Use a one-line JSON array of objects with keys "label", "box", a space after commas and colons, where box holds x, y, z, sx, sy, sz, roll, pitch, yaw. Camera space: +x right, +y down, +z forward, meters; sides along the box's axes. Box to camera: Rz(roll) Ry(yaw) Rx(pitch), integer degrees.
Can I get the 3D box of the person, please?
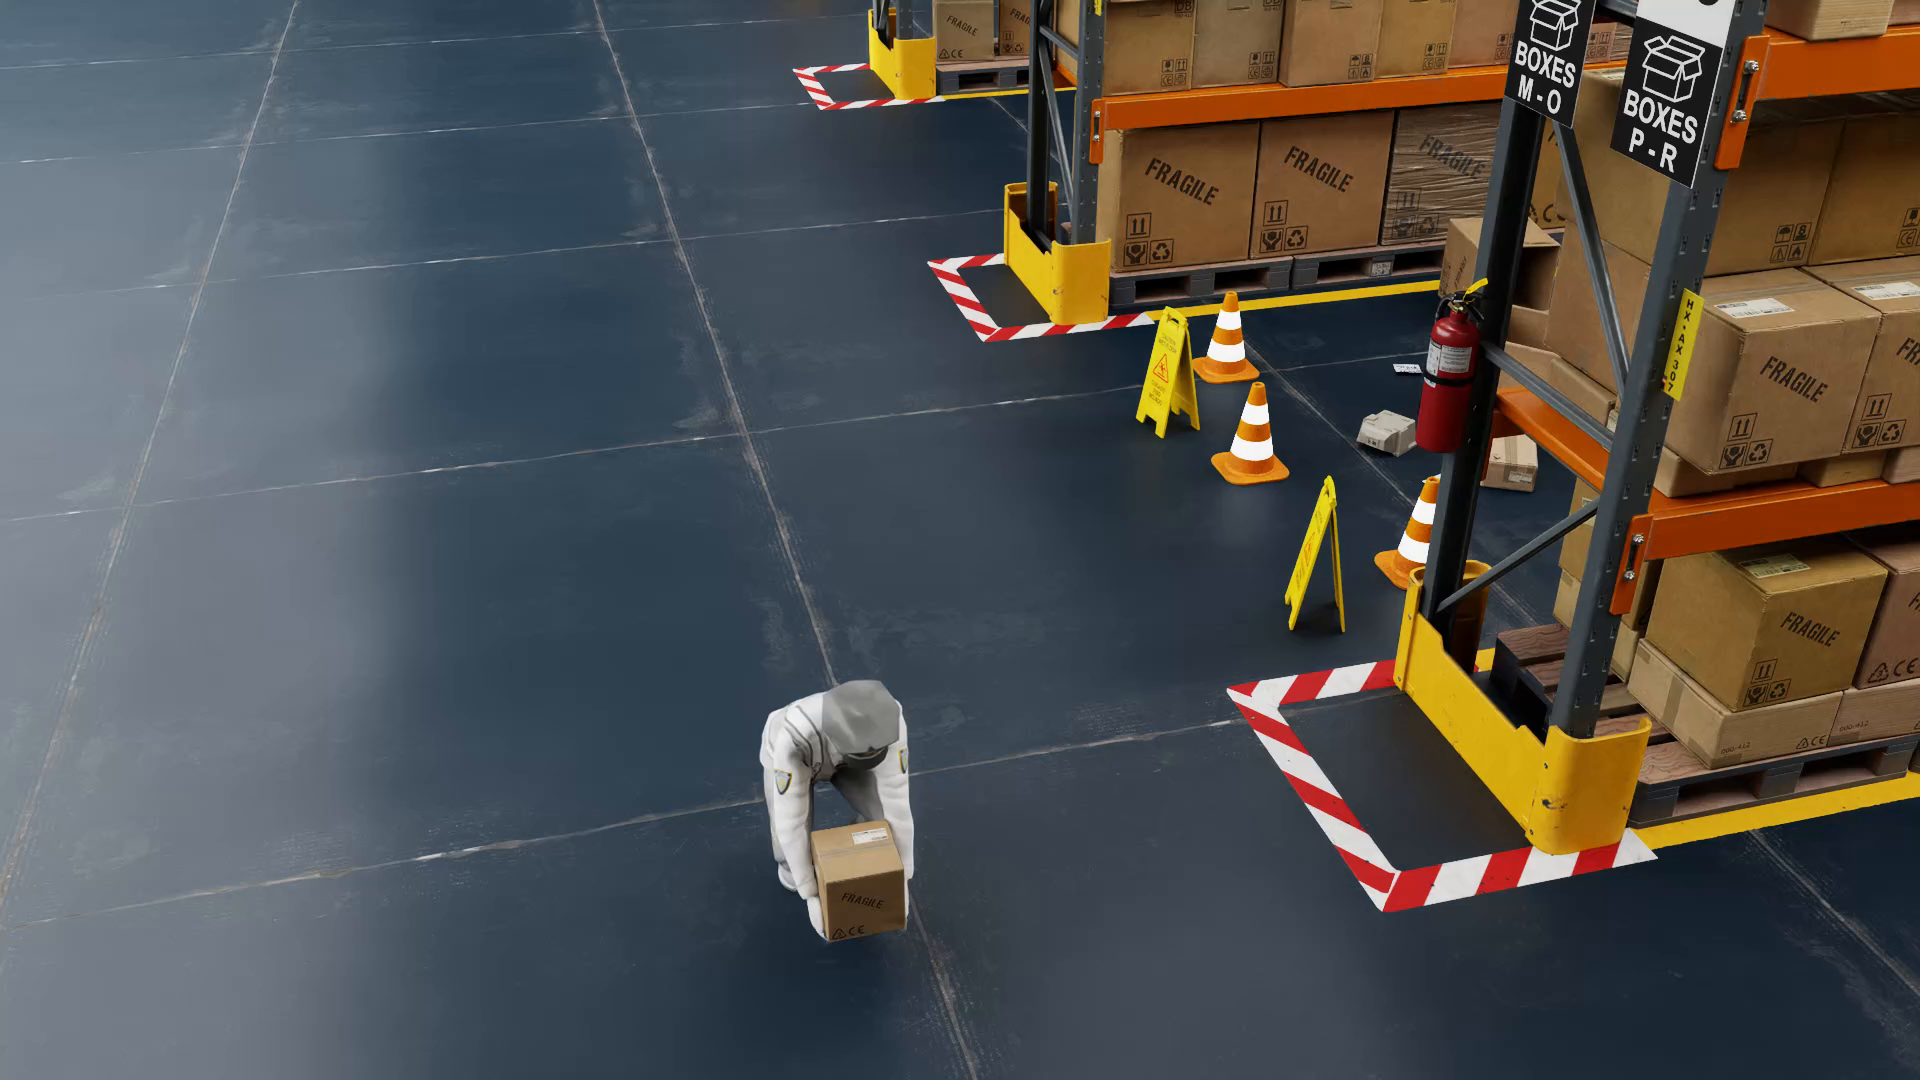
[{"label": "person", "box": [-0.410, 0.791, 5.485, 0.470, 0.971, 0.837, -8, 31, -14]}]
